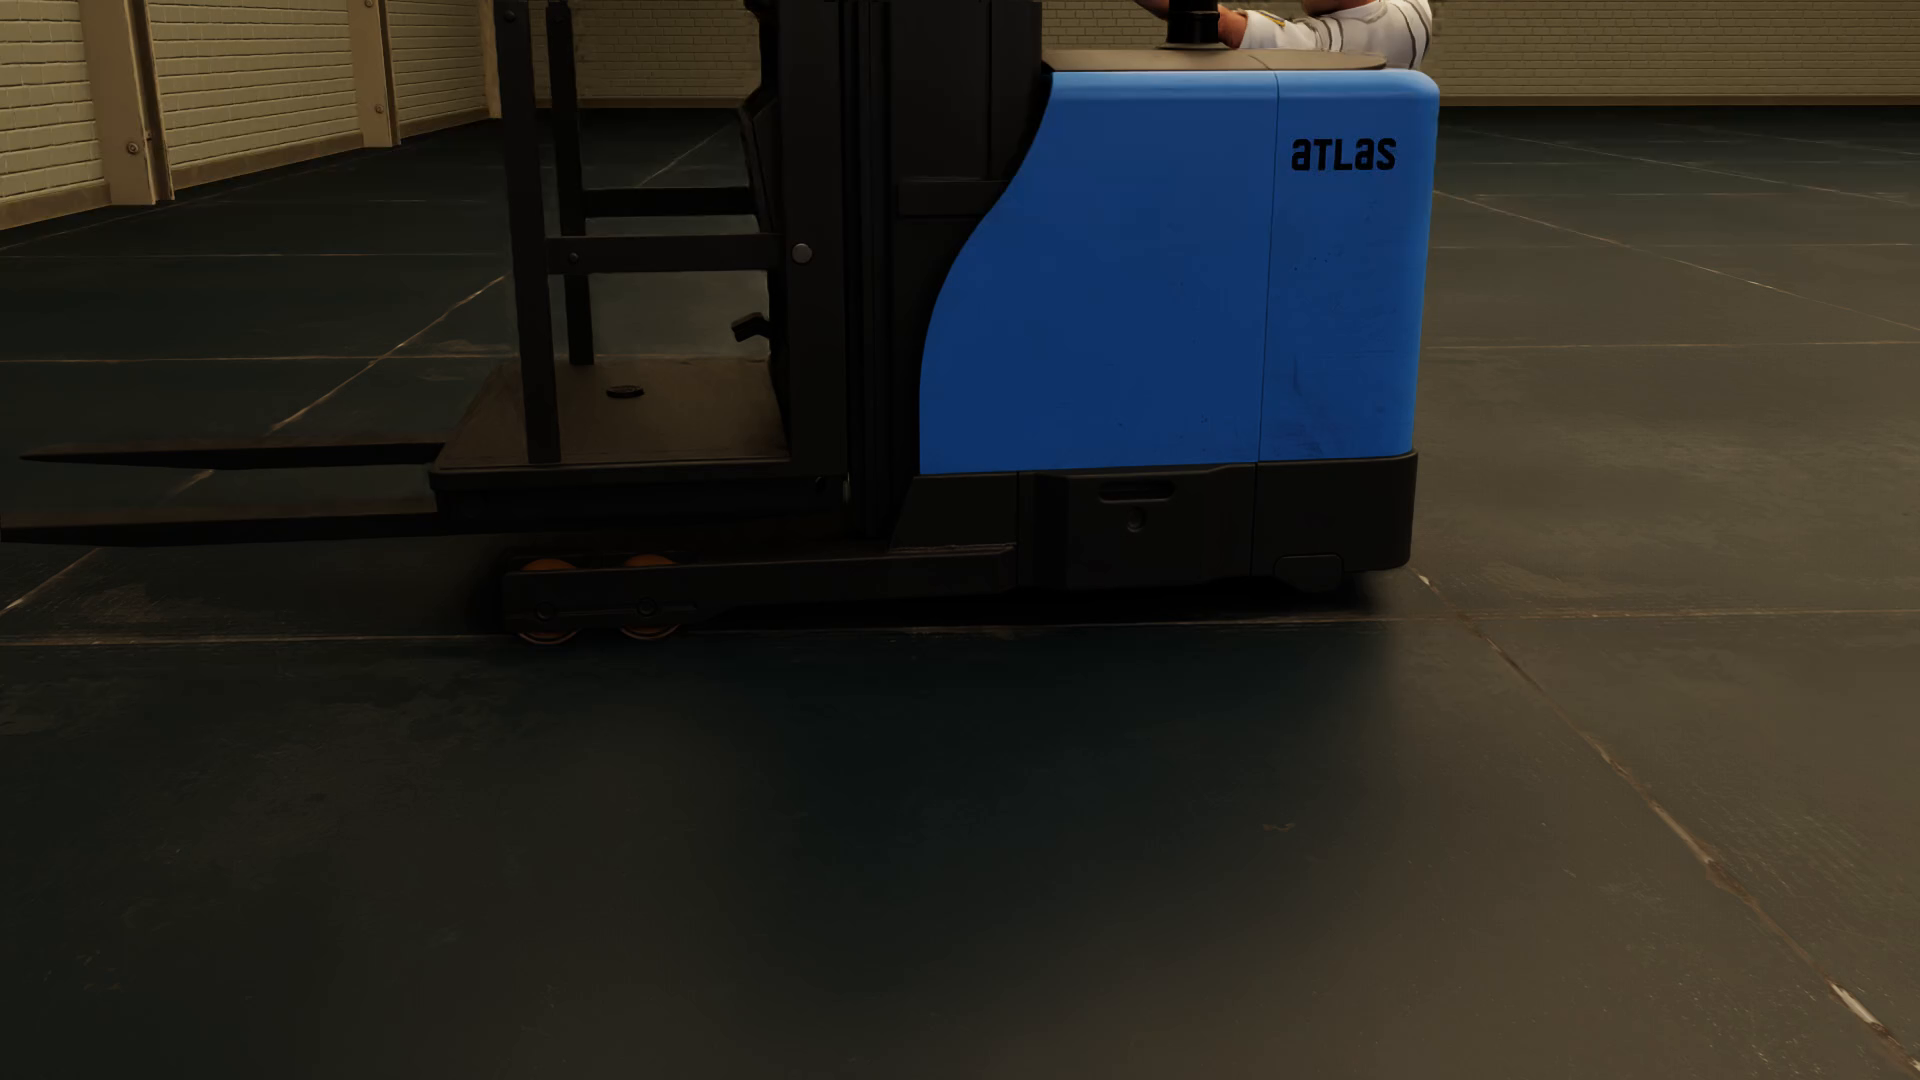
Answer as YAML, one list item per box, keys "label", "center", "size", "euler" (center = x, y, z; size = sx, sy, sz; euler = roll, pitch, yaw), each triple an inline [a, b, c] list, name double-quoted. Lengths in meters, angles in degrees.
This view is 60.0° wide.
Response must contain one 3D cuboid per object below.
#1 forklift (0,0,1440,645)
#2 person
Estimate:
- label: "forklift"
  center: [-0.602, -1.361, 3.357]
  size: [3.031, 2.935, 1.130]
  euler: [-2, 17, -8]
- label: "person"
  center: [0.743, -1.075, 4.754]
  size: [1.120, 1.652, 0.870]
  euler: [-4, 17, -13]
